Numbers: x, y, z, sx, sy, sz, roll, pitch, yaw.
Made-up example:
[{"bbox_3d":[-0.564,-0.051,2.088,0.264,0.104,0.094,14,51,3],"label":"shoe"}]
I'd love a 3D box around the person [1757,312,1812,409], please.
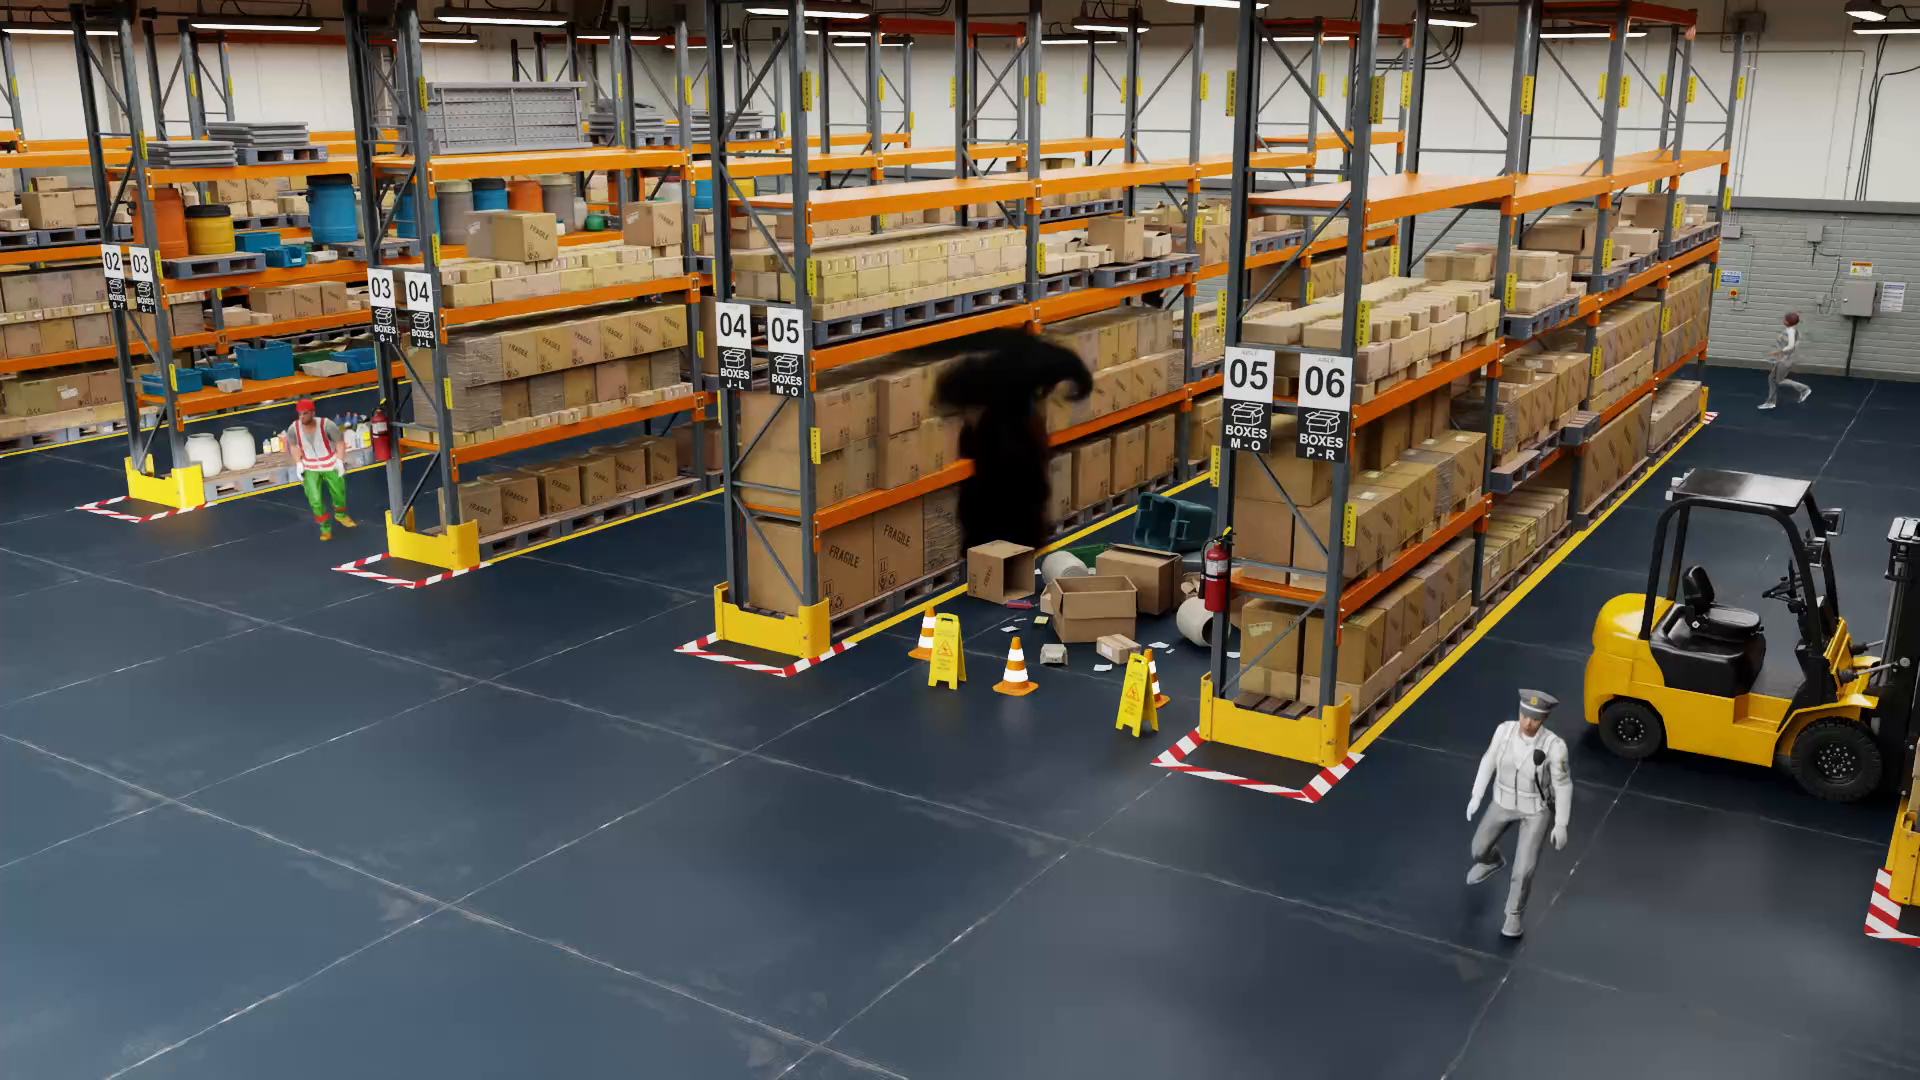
[{"bbox_3d":[13.250,-2.848,26.563,0.756,1.590,0.546,9,18,29],"label":"person"}]

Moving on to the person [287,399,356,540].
[{"bbox_3d":[-7.358,-0.842,19.114,0.618,1.687,0.876,-4,16,-16],"label":"person"}]

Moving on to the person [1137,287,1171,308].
[{"bbox_3d":[3.784,-4.636,32.637,0.667,1.695,0.928,-1,16,-3],"label":"person"}]

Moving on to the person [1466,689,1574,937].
[{"bbox_3d":[3.489,1.622,10.371,0.709,1.608,0.616,11,19,35],"label":"person"}]
